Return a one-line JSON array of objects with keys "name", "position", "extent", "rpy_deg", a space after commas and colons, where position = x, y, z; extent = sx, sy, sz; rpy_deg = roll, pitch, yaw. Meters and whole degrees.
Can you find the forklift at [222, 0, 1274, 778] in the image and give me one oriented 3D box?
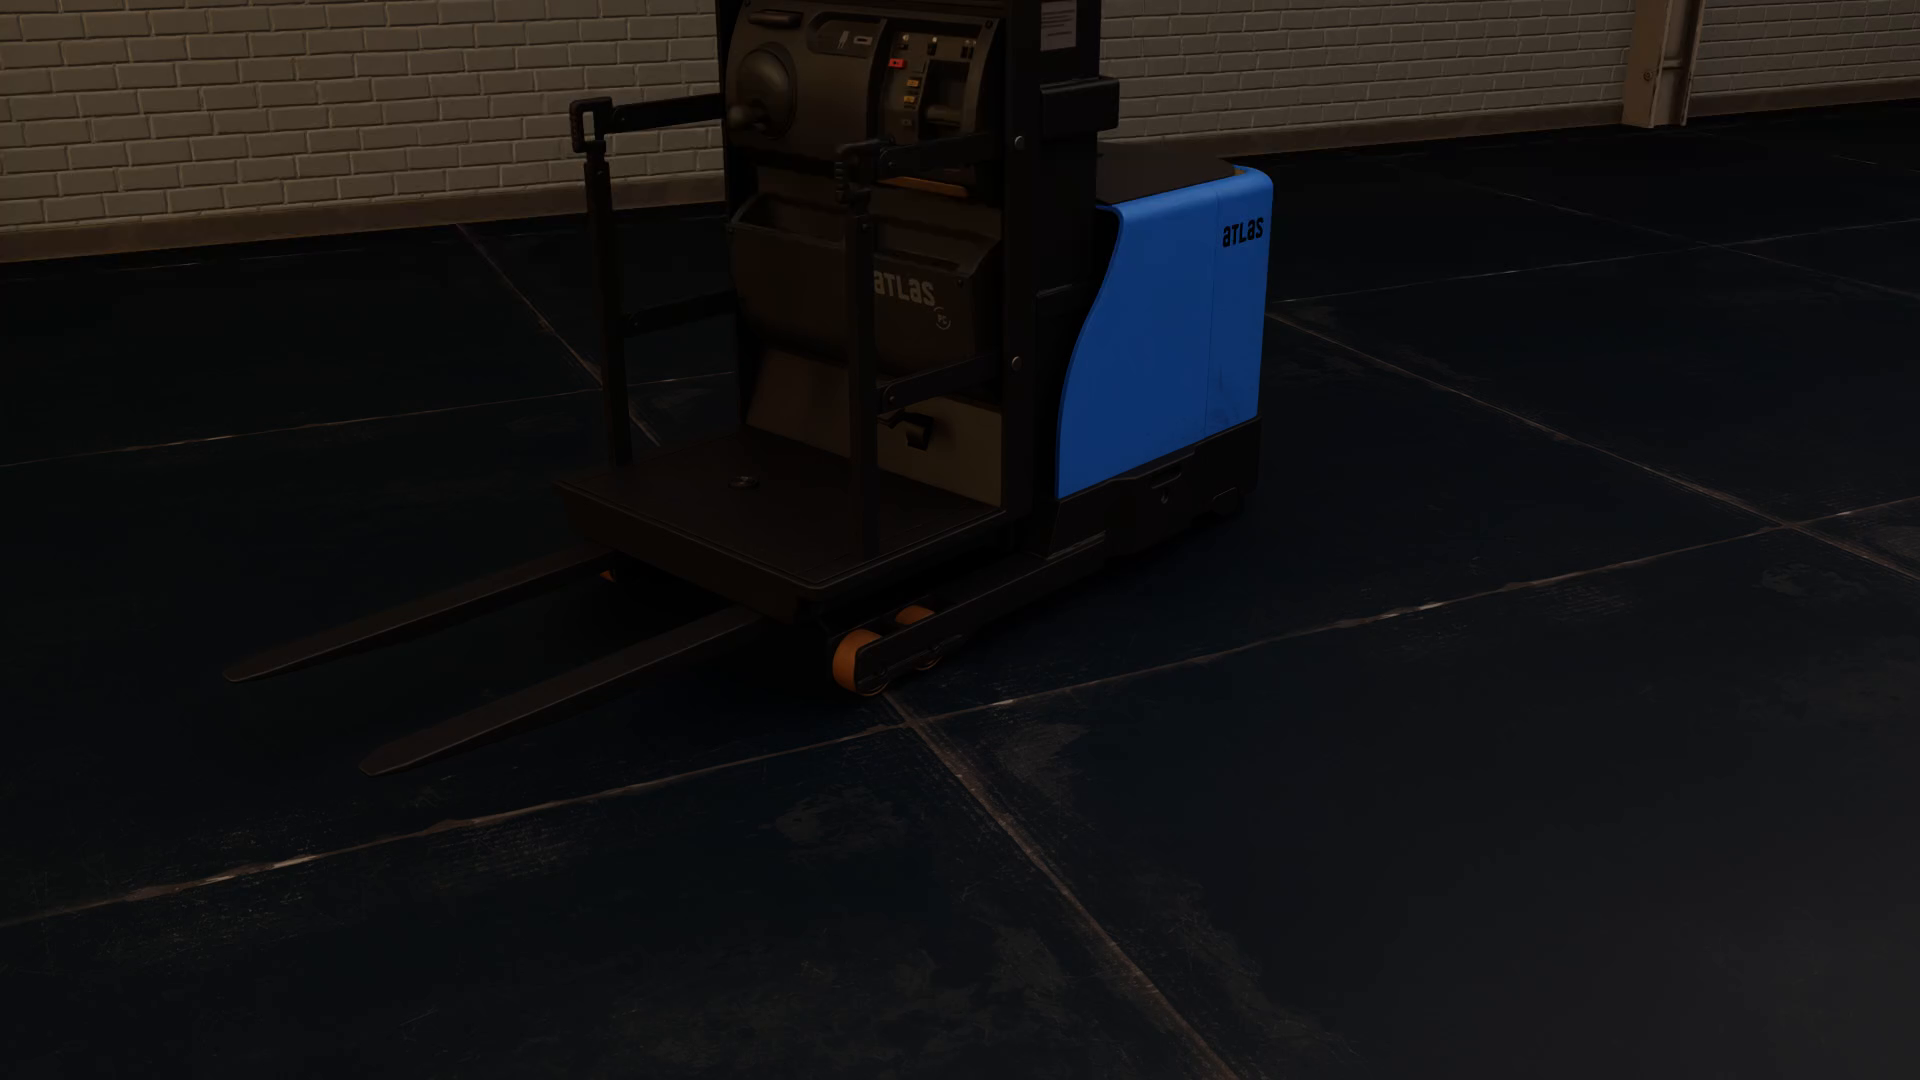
[{"name": "forklift", "position": [-0.413, -1.182, 4.131], "extent": [1.130, 2.935, 3.031], "rpy_deg": [19, 29, 39]}]
